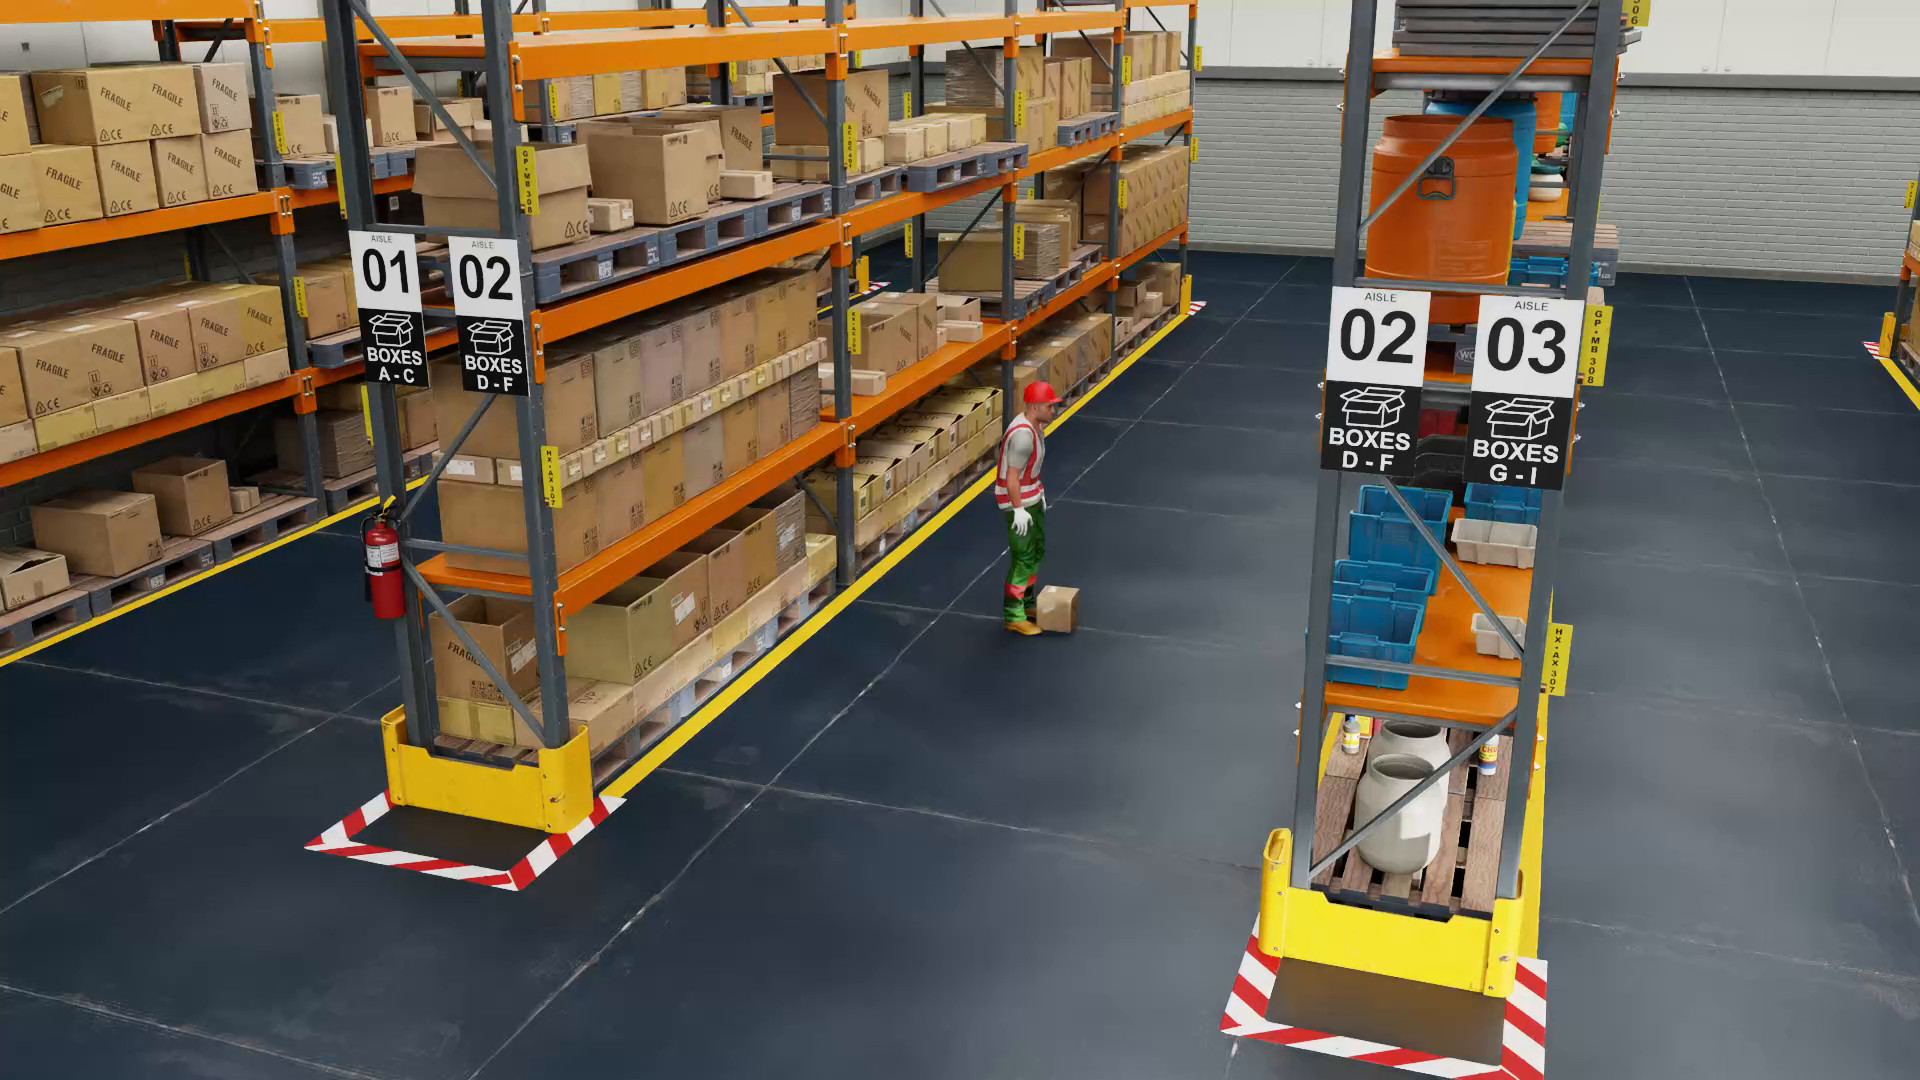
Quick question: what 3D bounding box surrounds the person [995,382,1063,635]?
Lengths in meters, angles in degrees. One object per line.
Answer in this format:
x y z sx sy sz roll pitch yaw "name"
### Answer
0.487 -0.248 11.784 0.454 1.777 0.607 5 19 16 "person"
